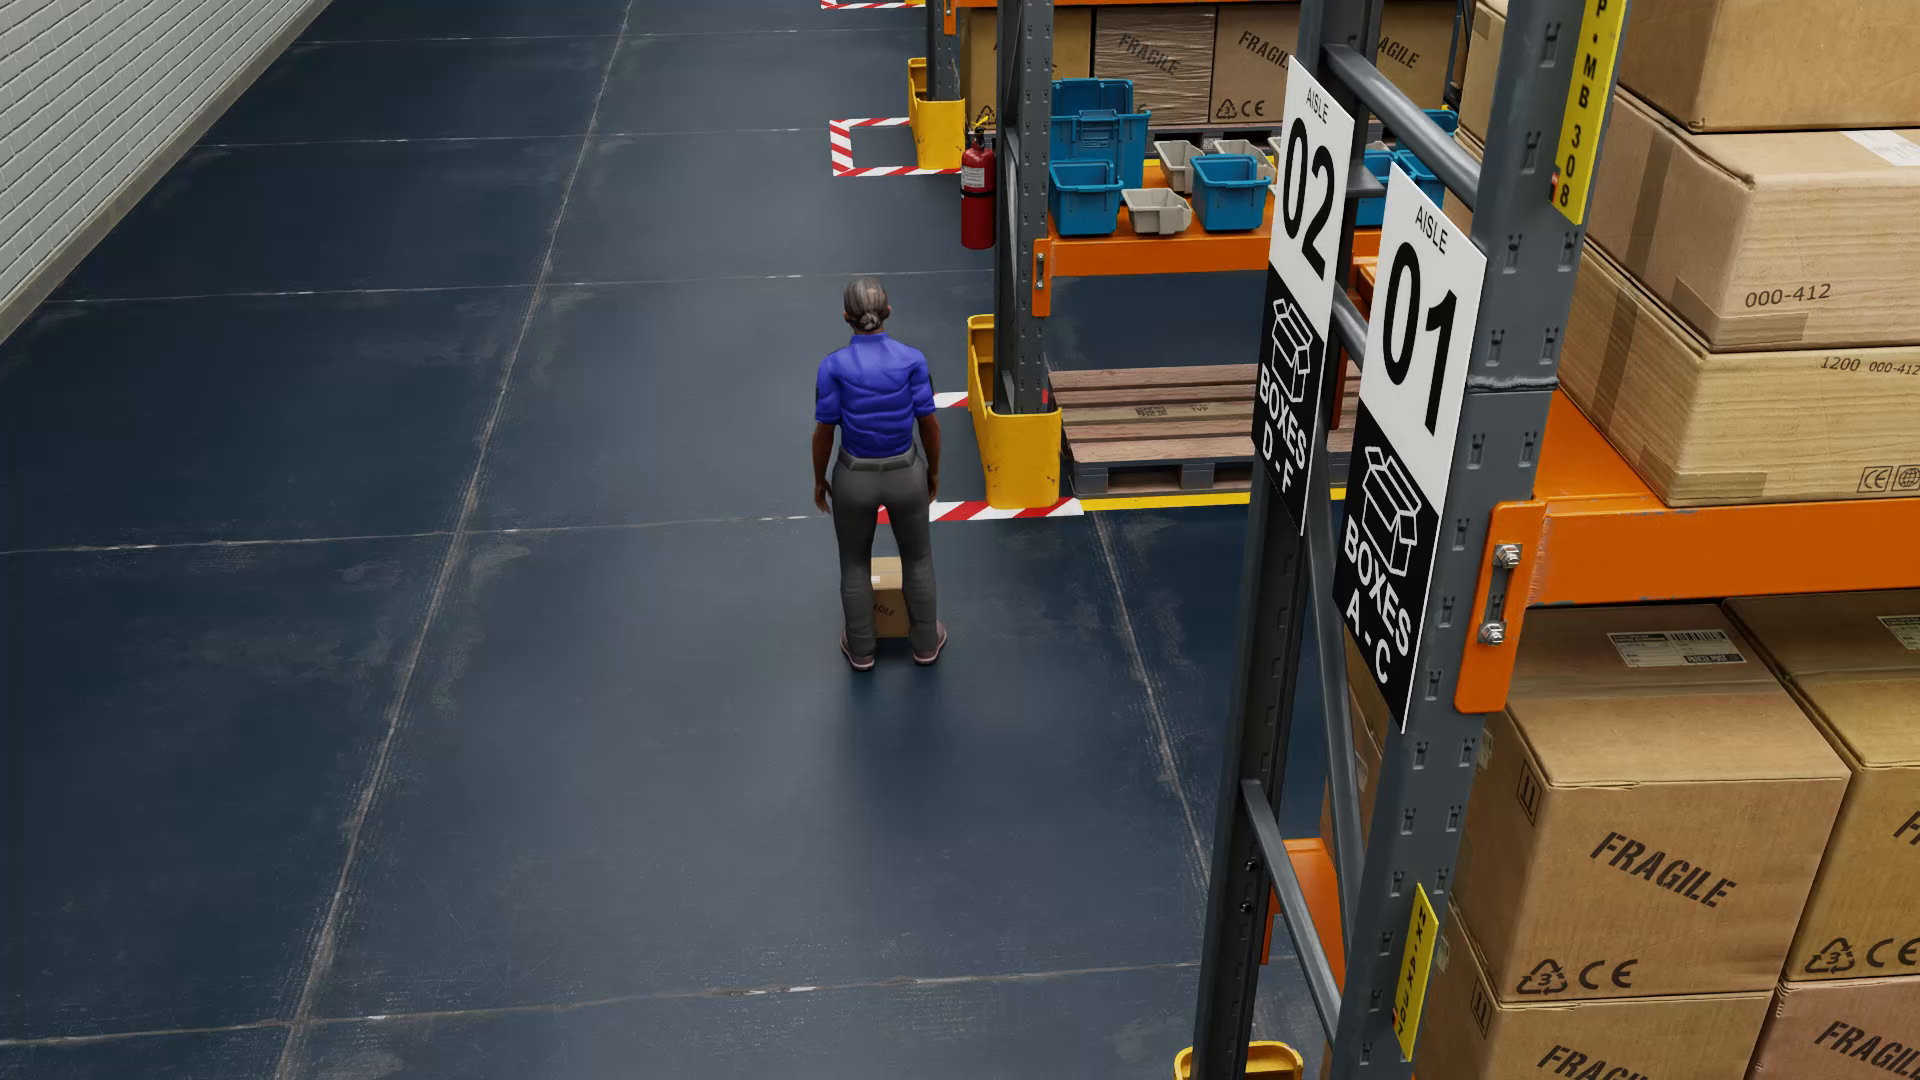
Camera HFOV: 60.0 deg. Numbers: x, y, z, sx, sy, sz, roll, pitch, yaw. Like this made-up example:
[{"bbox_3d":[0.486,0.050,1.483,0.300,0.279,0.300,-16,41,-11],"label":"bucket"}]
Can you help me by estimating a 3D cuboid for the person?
[{"bbox_3d":[-0.310,-0.236,6.526,0.531,1.656,0.346,-4,32,-7],"label":"person"}]
